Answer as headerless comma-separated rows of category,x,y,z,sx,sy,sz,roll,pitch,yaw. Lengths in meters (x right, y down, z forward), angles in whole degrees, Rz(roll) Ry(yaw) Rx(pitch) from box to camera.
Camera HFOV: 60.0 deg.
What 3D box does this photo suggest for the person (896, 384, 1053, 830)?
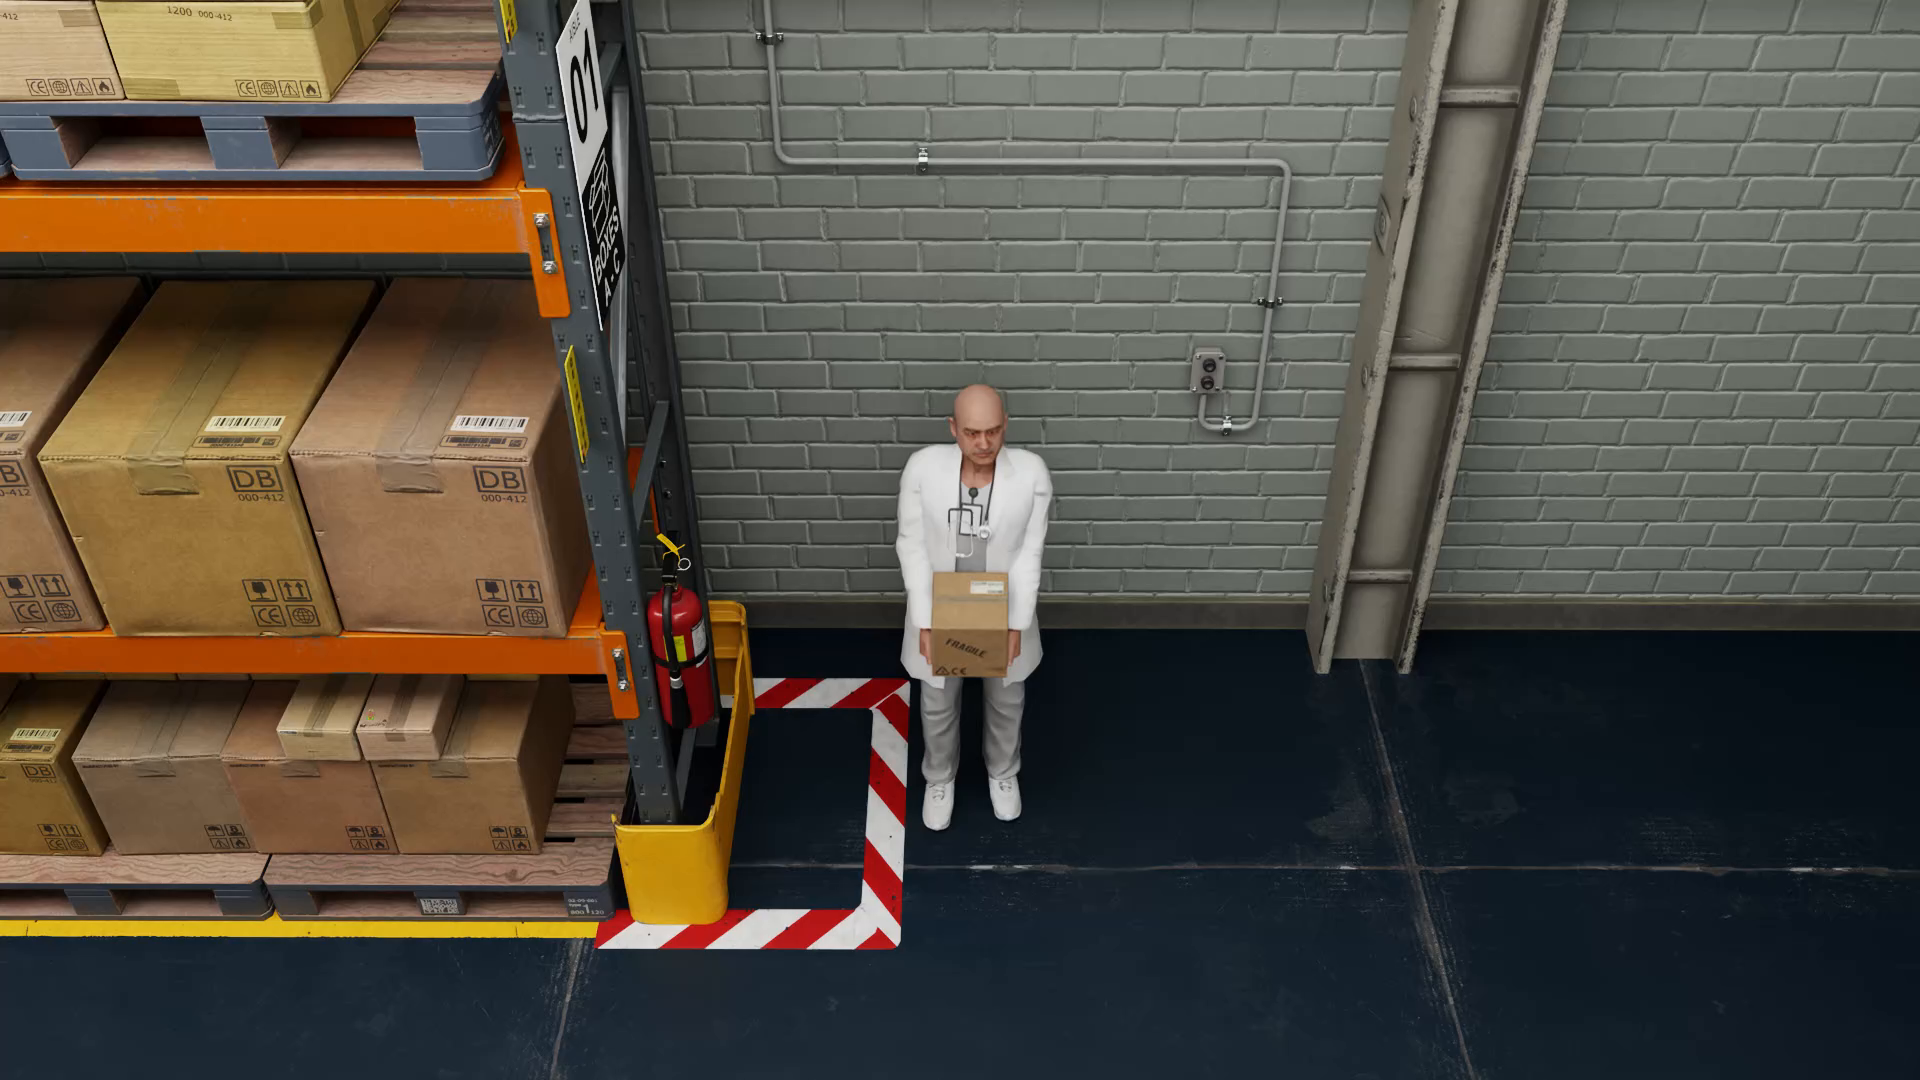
person,0.045,0.308,5.793,0.529,1.772,0.553,1,39,1
